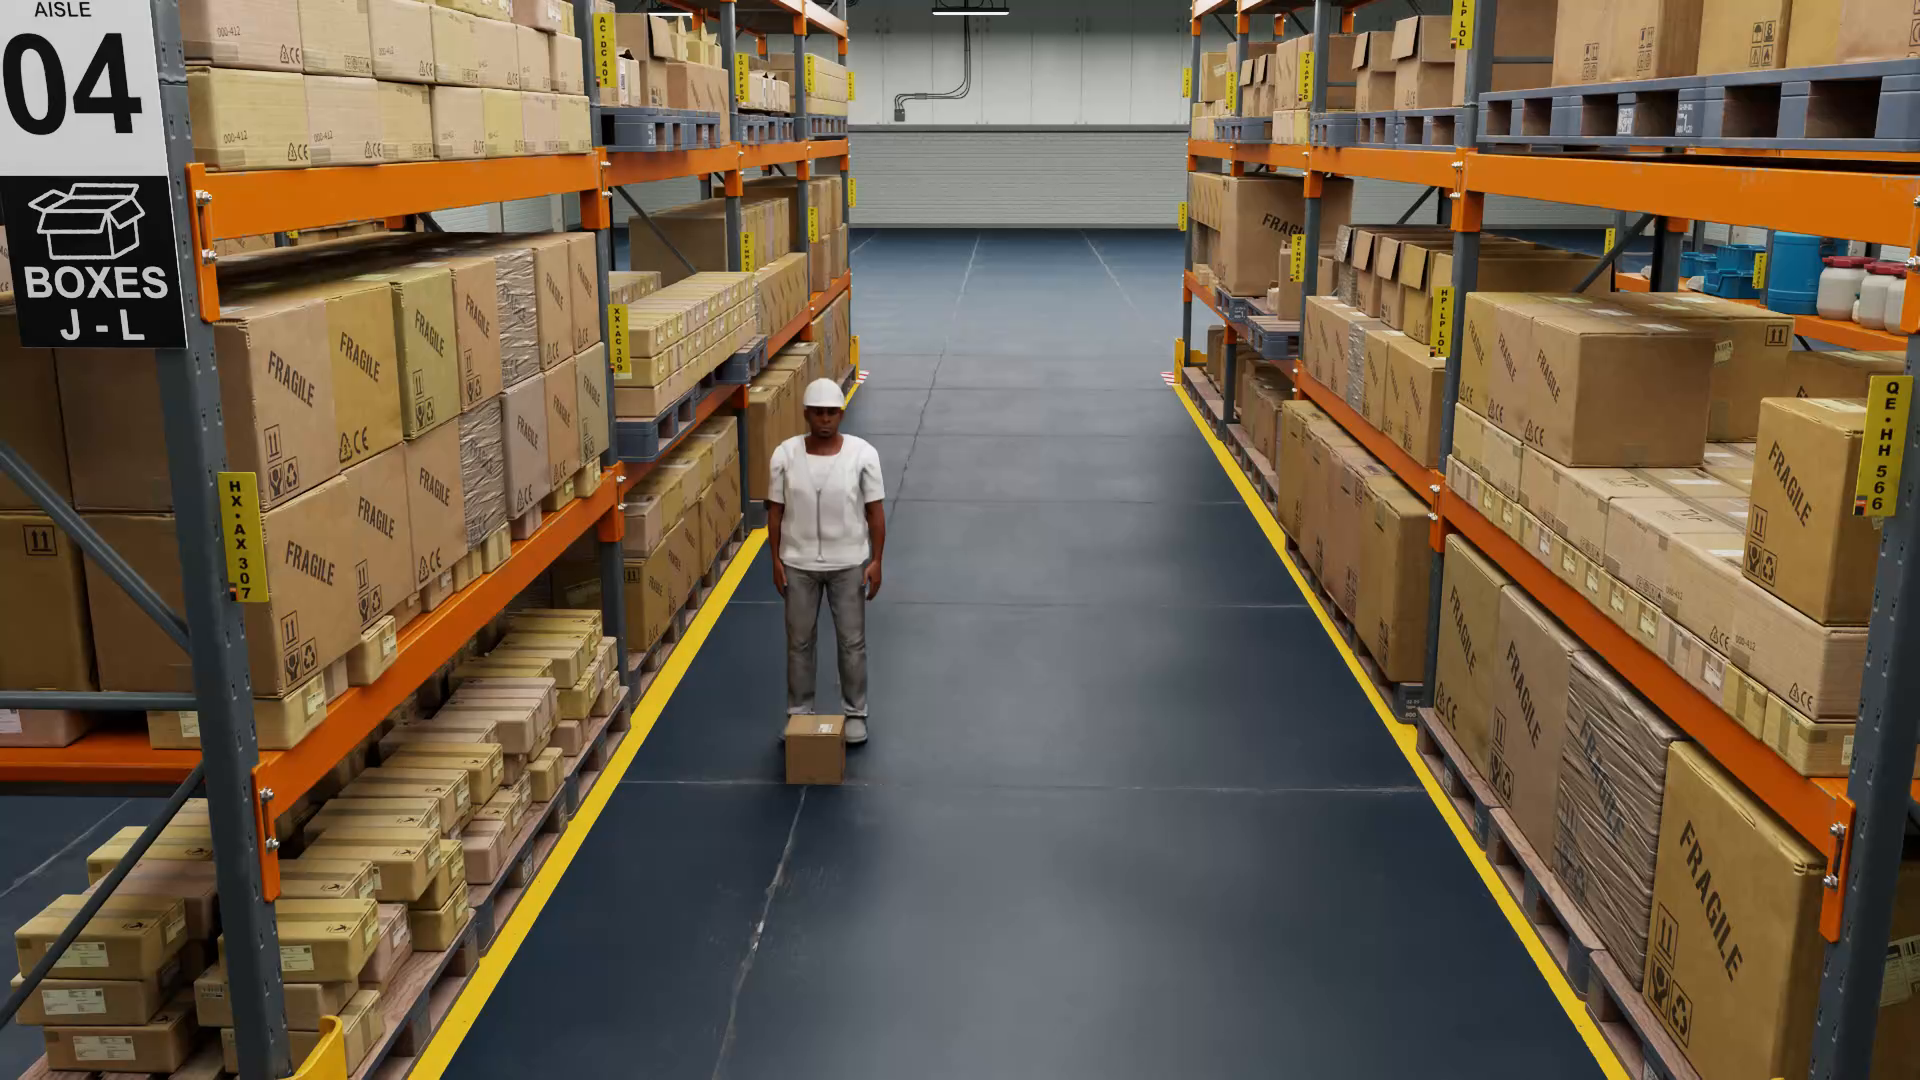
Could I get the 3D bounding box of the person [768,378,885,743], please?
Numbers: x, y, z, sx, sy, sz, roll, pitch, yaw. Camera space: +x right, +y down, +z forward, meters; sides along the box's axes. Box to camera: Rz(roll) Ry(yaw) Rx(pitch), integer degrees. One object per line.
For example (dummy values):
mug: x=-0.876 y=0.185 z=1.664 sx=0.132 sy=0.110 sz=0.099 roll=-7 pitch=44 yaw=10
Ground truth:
person: x=-0.641 y=0.107 z=7.983 sx=0.564 sy=1.767 sz=0.360 roll=1 pitch=14 yaw=2
